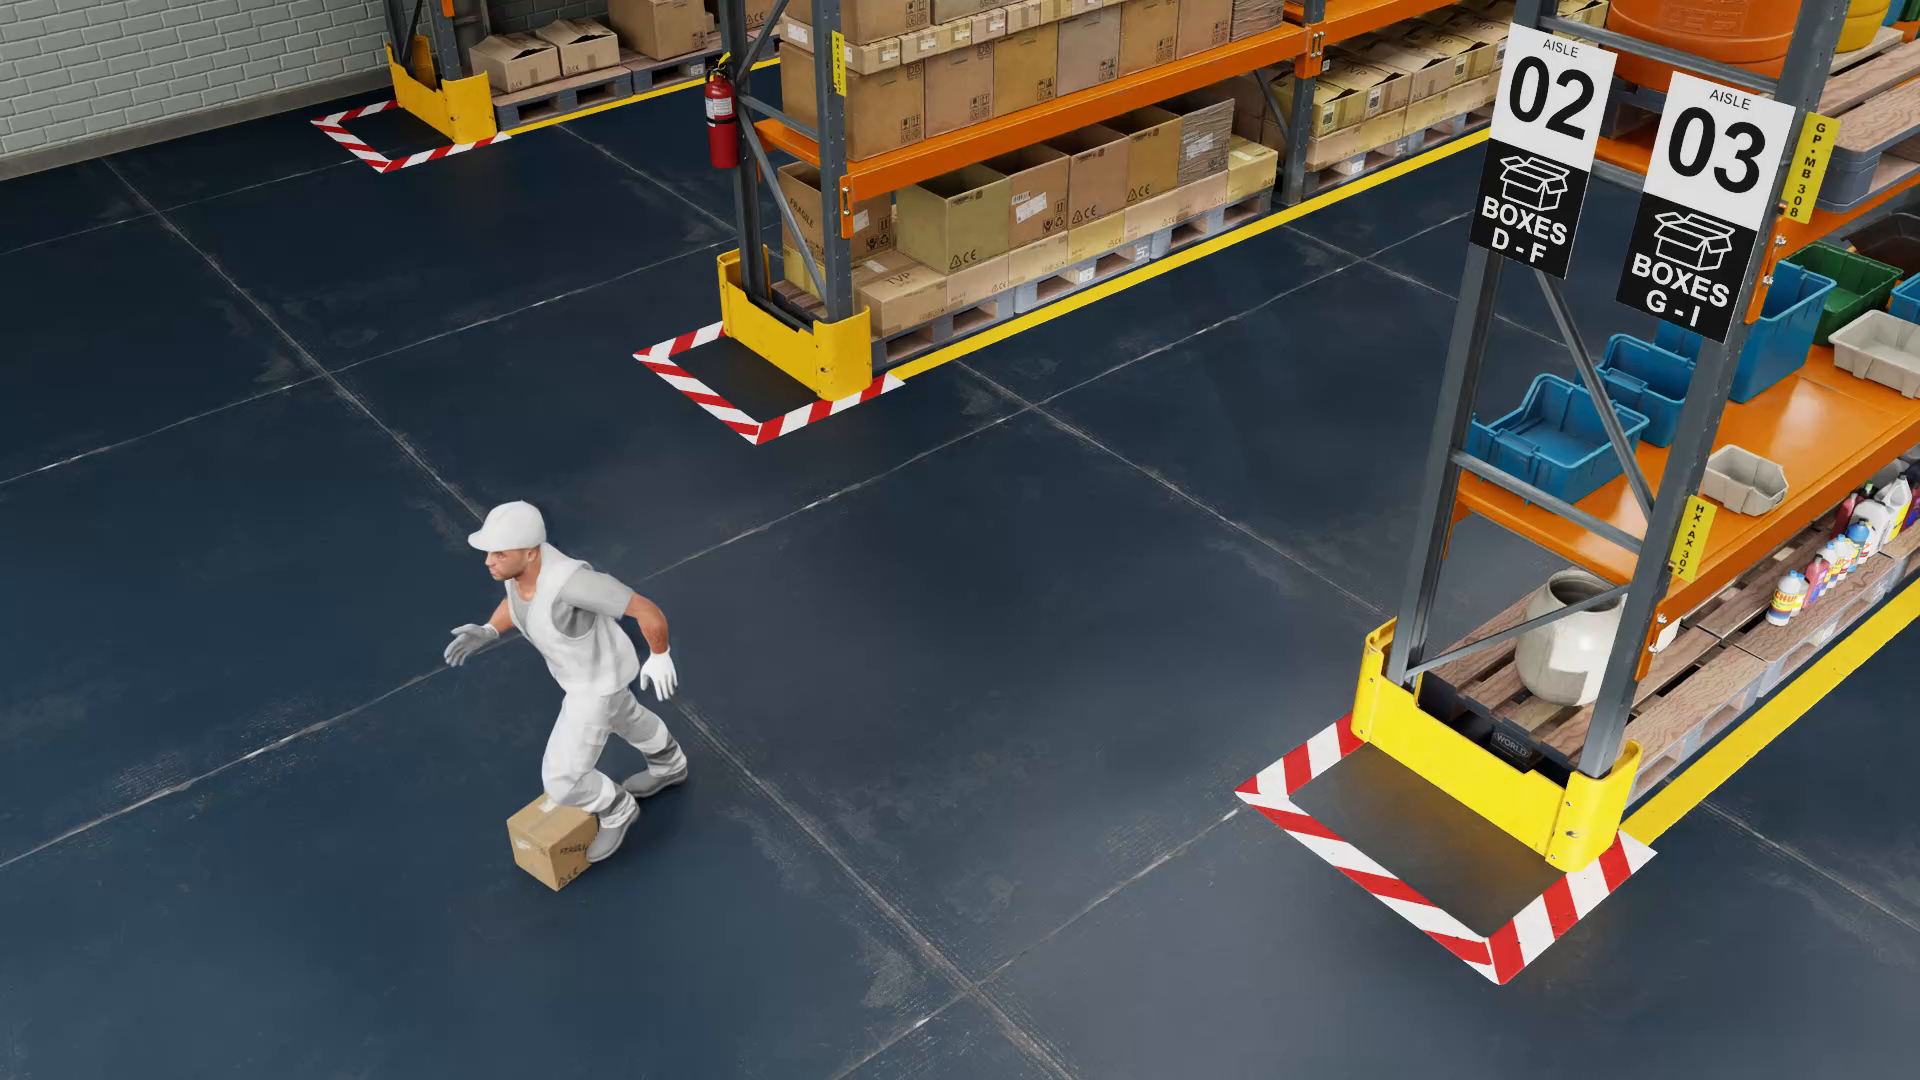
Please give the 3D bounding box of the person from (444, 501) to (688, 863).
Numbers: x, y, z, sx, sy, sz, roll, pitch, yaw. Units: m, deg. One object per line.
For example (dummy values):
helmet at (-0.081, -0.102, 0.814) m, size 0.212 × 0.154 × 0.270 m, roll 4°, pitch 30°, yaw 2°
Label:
person at (-1.458, 0.529, 6.375) m, size 0.897 × 1.697 × 0.662 m, roll -22°, pitch 41°, yaw -28°
